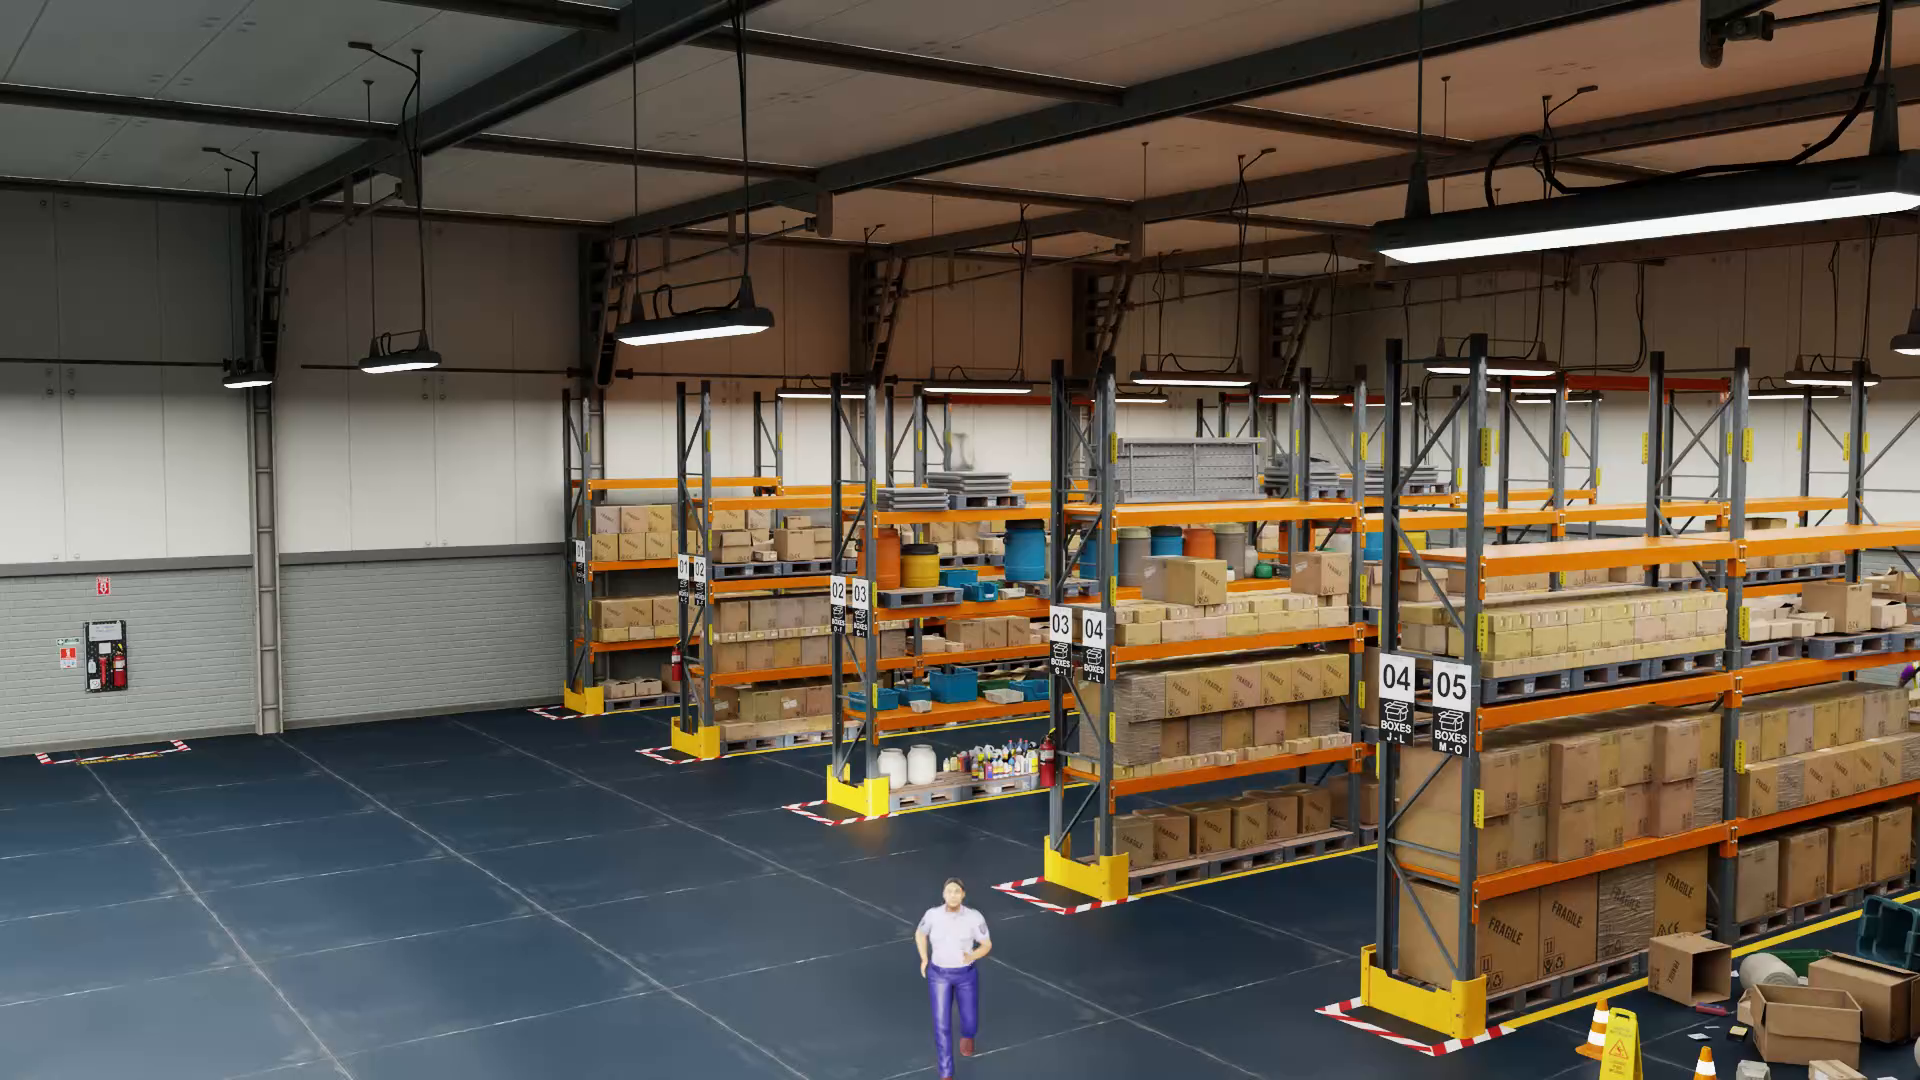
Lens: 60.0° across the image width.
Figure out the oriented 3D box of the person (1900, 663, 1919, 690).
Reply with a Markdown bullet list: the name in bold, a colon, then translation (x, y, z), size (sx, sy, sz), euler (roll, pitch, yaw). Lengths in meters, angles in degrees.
- **person**: translation (15.441, 2.564, 26.528), size (0.764, 1.740, 0.919), euler (2, 4, 23)

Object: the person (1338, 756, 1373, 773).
- **person**: translation (5.695, 2.786, 23.917), size (0.684, 1.699, 0.548), euler (-3, 5, -38)

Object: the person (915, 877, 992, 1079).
- **person**: translation (-0.056, 3.499, 13.290), size (0.620, 1.614, 0.824), euler (0, 4, 1)
